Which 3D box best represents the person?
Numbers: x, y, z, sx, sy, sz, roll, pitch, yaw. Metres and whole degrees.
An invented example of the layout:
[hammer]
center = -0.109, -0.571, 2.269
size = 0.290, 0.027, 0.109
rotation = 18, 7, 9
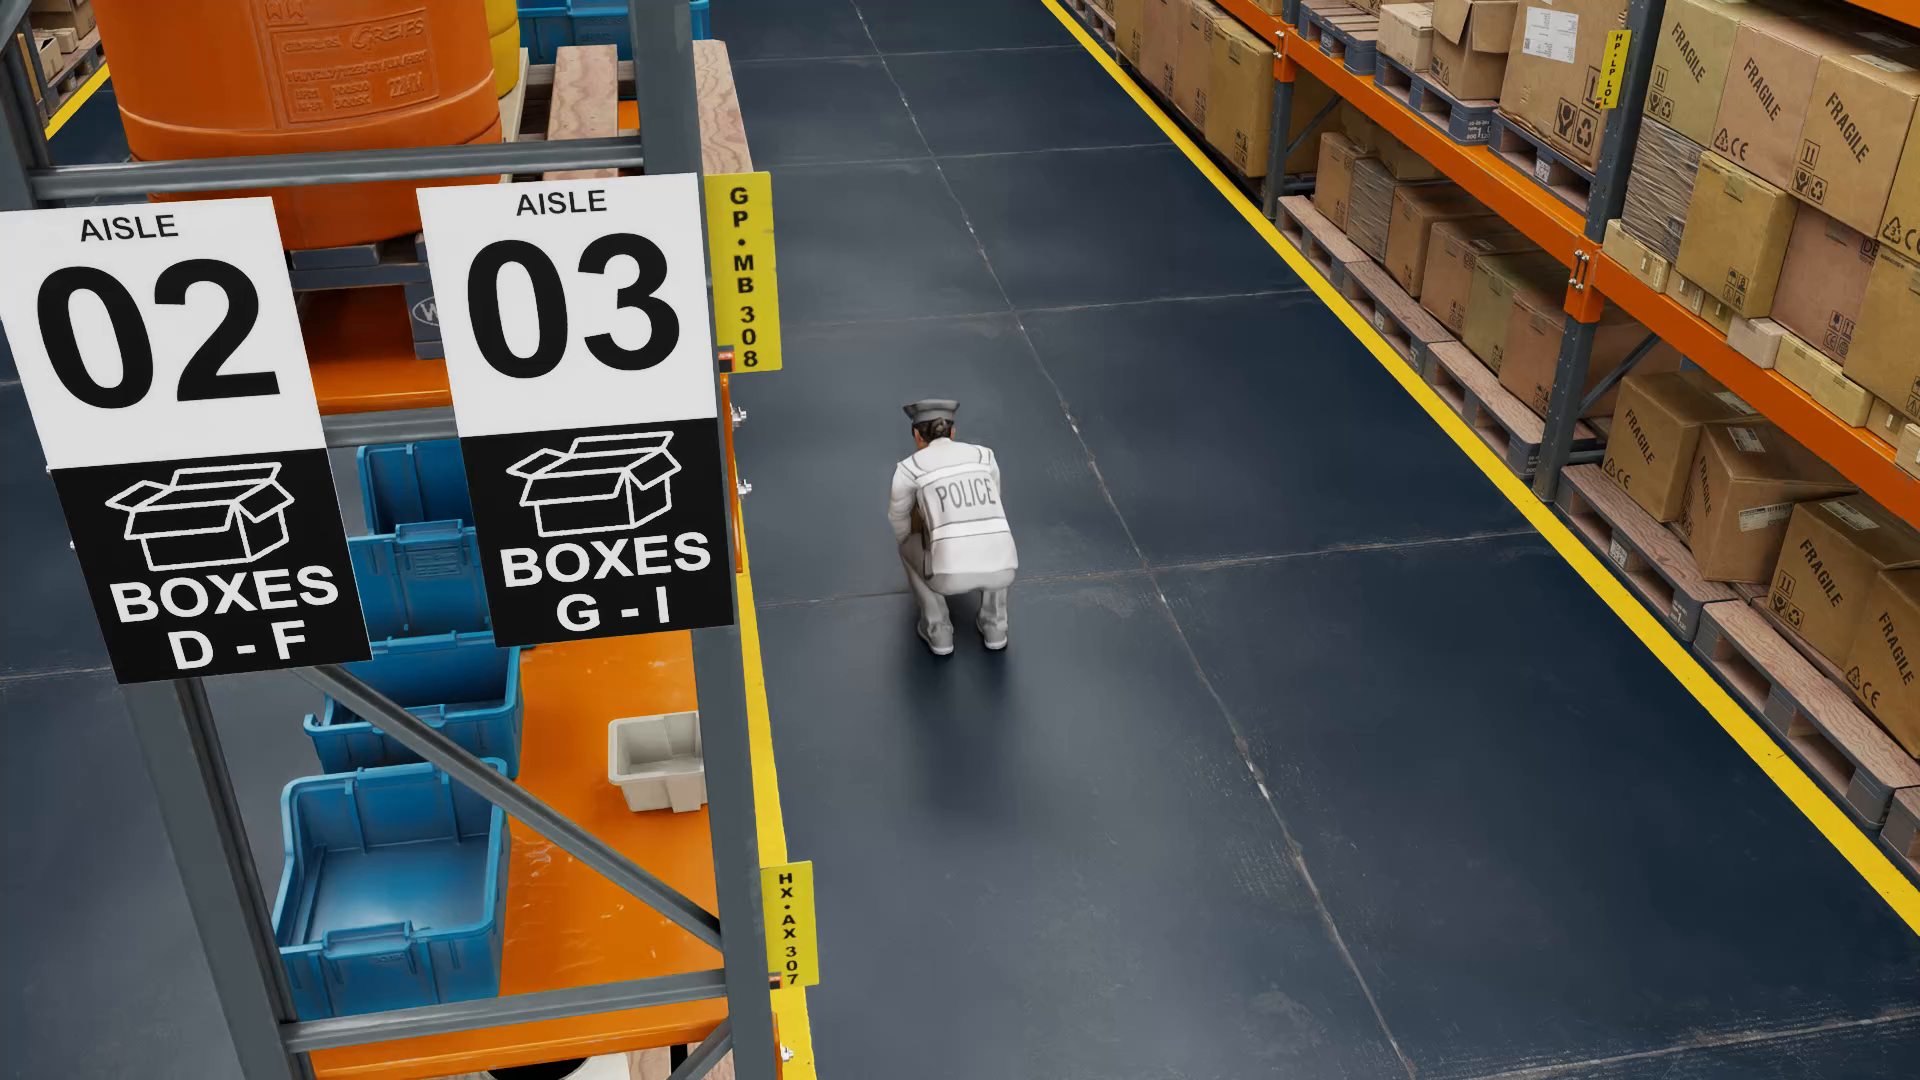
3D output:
[person]
center = -0.030, -0.063, 6.926
size = 0.495, 0.967, 0.826
rotation = -5, 31, -9
